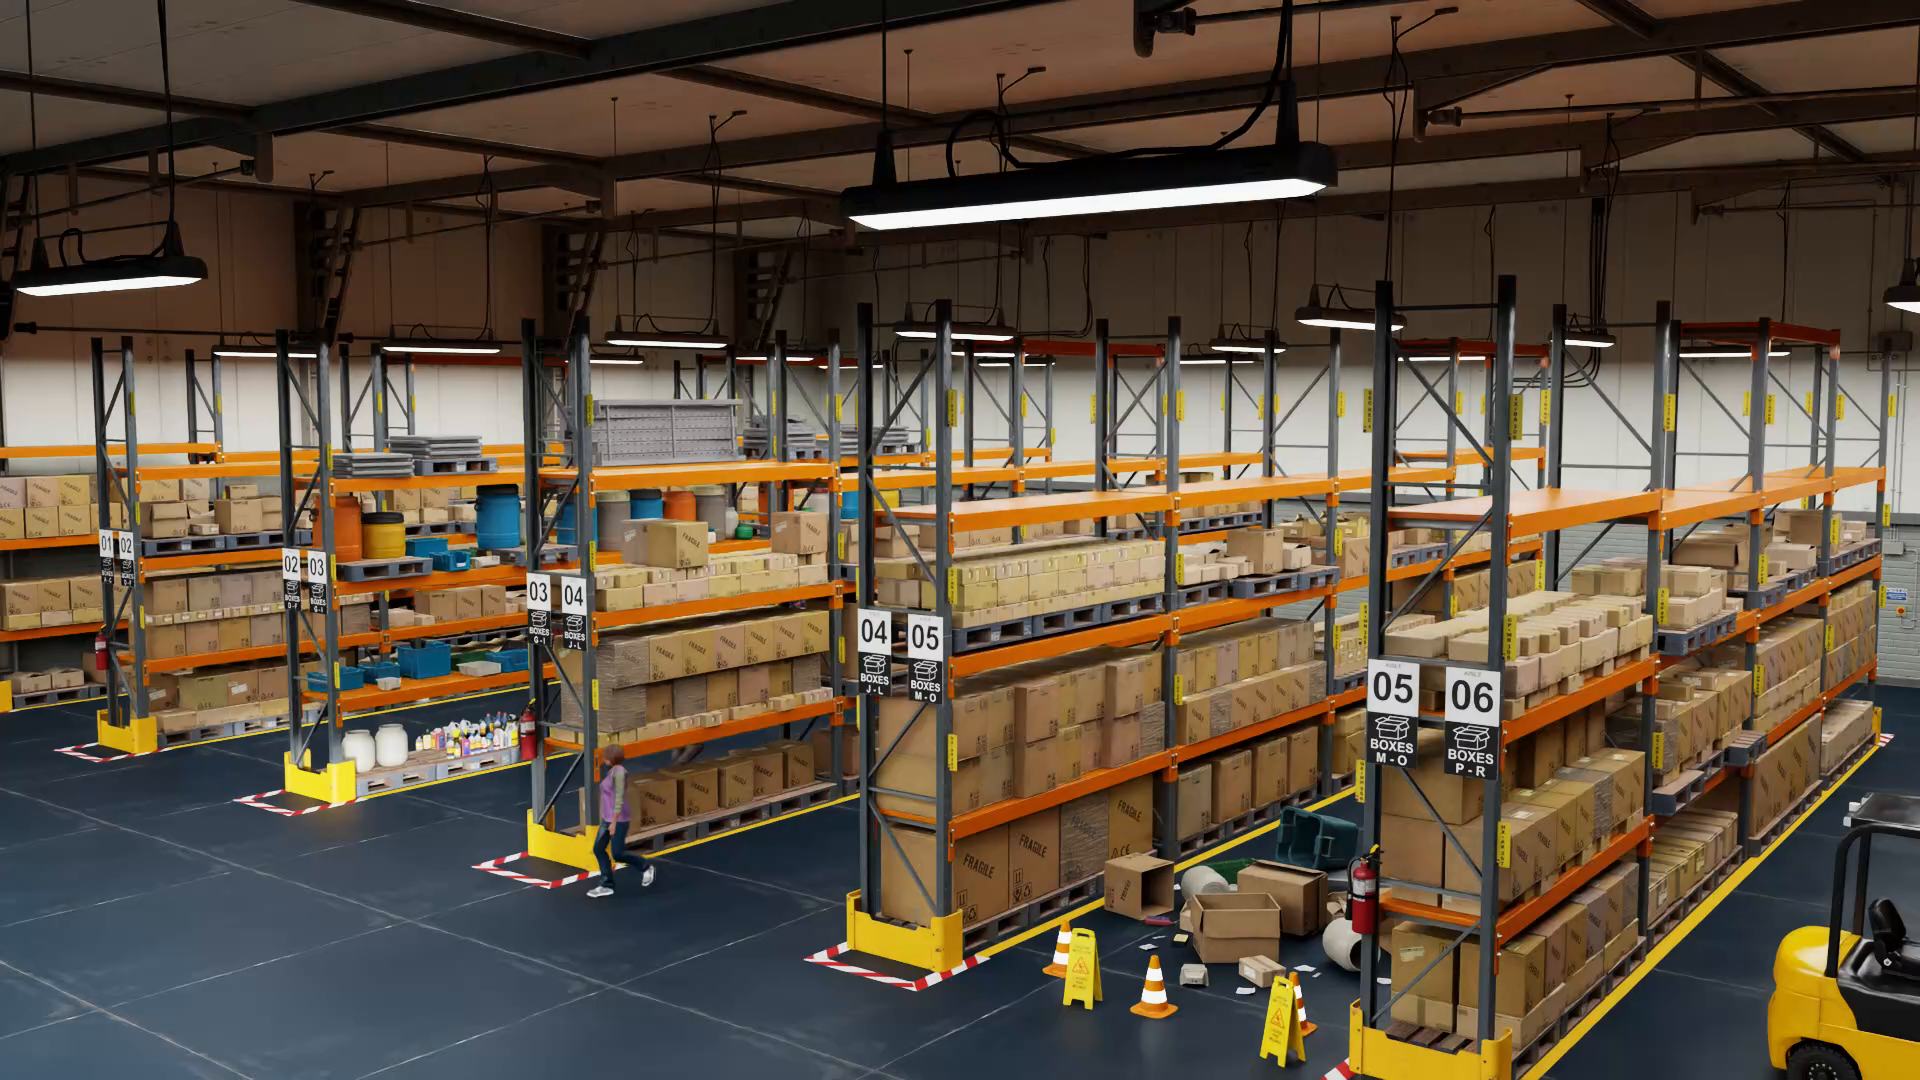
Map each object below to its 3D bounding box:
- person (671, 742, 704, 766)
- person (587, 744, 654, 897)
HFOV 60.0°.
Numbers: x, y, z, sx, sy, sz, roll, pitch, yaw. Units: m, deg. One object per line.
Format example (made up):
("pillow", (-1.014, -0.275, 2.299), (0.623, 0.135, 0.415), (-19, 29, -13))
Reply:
("person", (-3.717, 2.372, 22.199), (0.478, 1.711, 0.577), (-5, 7, -44))
("person", (-3.524, 2.888, 17.186), (0.692, 1.553, 0.450), (-3, 6, -28))
